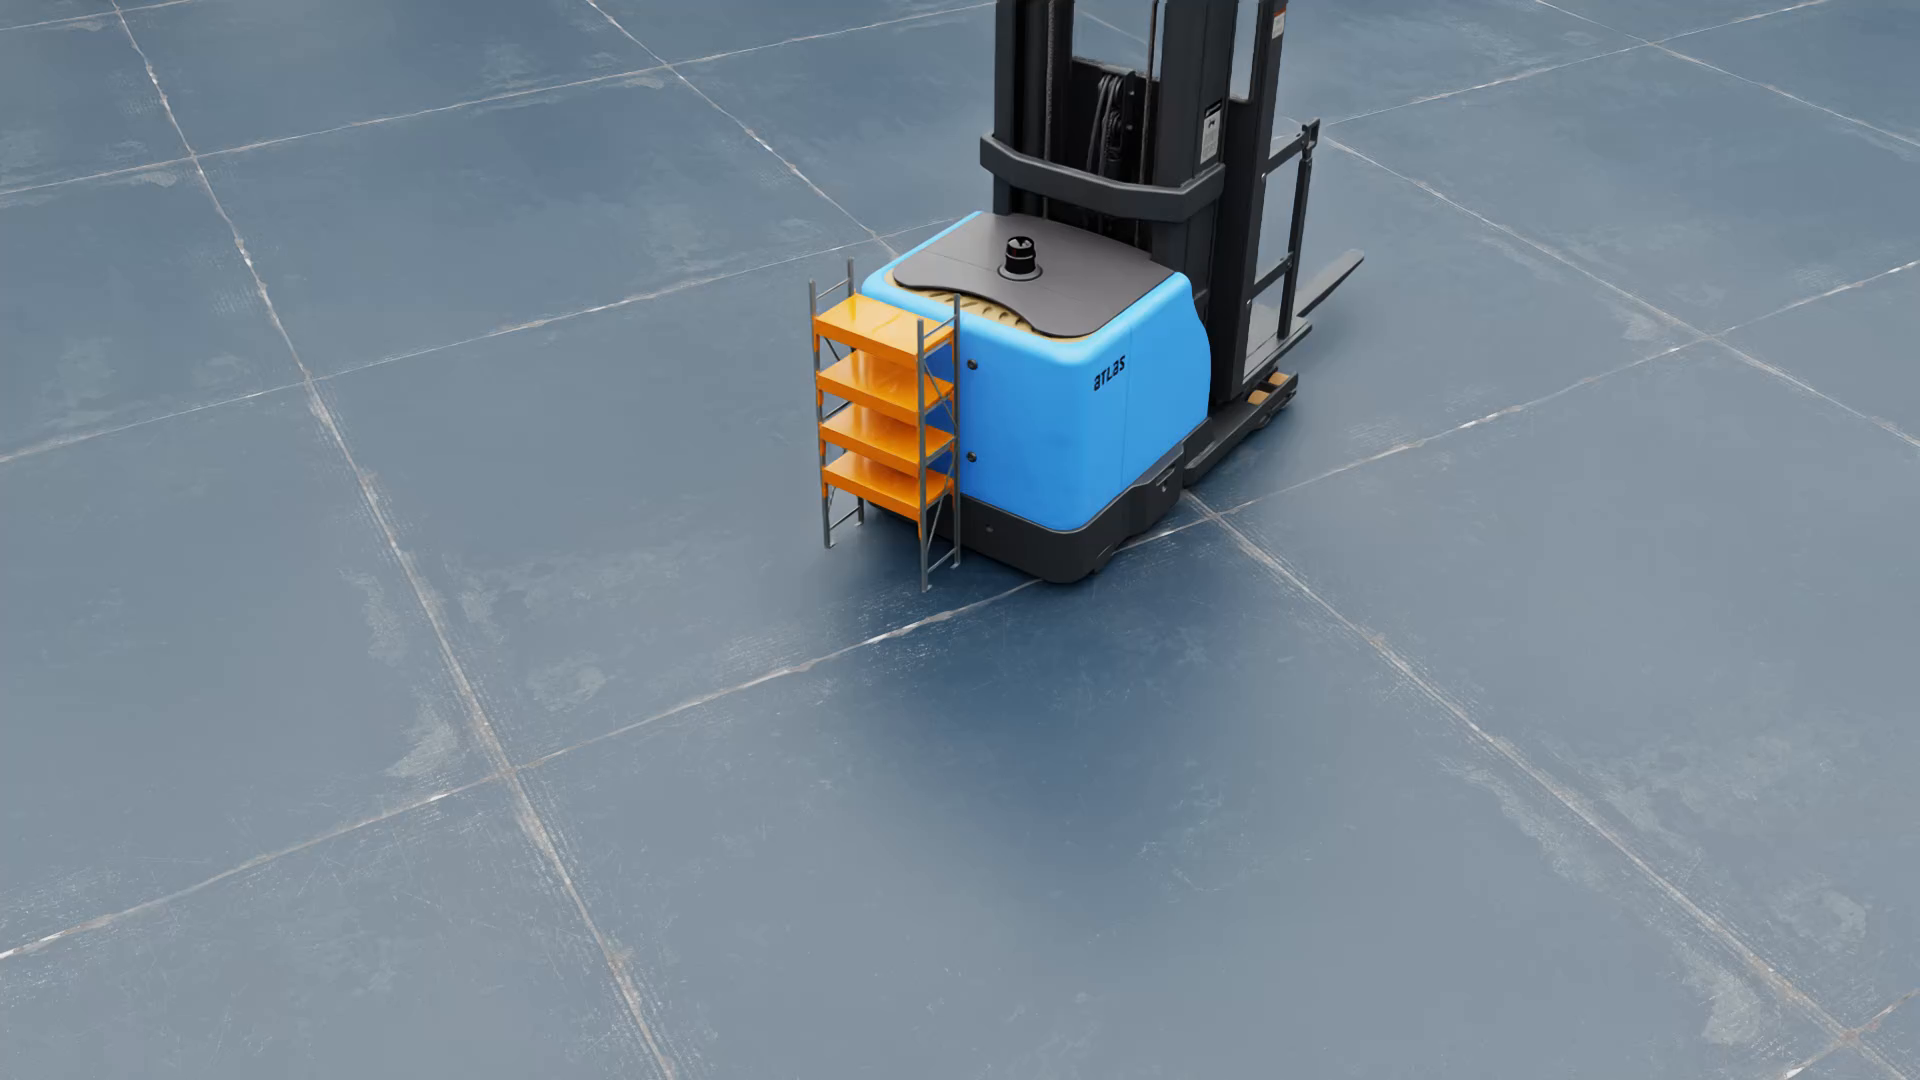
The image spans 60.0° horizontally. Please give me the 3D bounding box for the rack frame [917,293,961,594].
[{"bbox_3d":[-0.074,-0.335,6.191,0.015,1.200,0.240,23,42,28],"label":"rack frame"}]

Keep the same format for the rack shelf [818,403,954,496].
[{"bbox_3d":[-0.272,-0.364,6.346,0.480,0.148,0.258,23,42,28],"label":"rack shelf"}]

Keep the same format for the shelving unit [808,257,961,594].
[{"bbox_3d":[-0.272,-0.419,6.306,0.503,1.200,0.258,23,42,28],"label":"shelving unit"}]

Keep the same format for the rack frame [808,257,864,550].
[{"bbox_3d":[-0.470,-0.503,6.421,0.015,1.200,0.240,23,42,28],"label":"rack frame"}]

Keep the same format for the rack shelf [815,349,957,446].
[{"bbox_3d":[-0.272,-0.545,6.213,0.480,0.148,0.258,23,42,28],"label":"rack shelf"}]

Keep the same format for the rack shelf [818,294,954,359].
[{"bbox_3d":[-0.272,-0.767,6.051,0.457,0.050,0.221,23,42,28],"label":"rack shelf"}]

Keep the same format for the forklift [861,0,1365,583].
[{"bbox_3d":[0.878,-1.838,6.781,1.130,2.935,3.031,23,42,28],"label":"forklift"}]

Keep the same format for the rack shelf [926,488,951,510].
[{"bbox_3d":[-0.272,-0.227,6.446,0.442,0.029,0.199,23,42,28],"label":"rack shelf"}]
